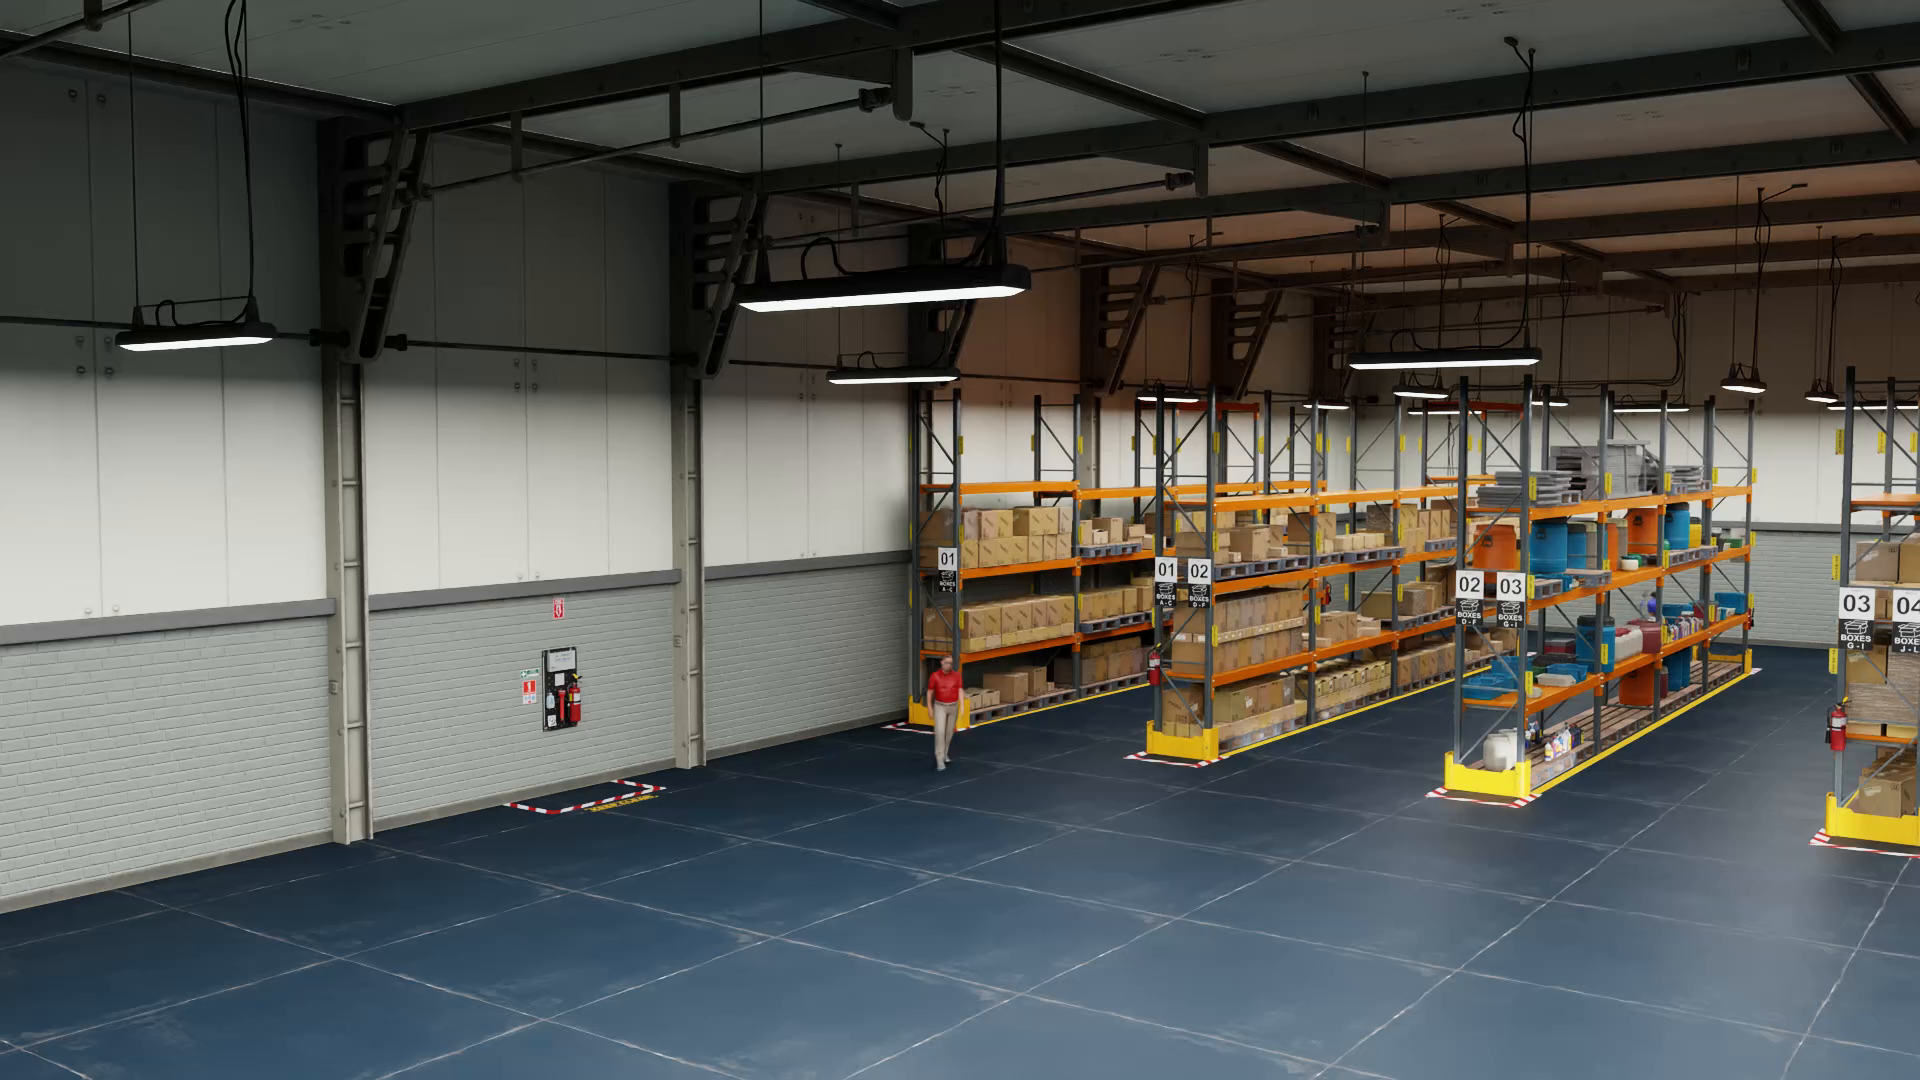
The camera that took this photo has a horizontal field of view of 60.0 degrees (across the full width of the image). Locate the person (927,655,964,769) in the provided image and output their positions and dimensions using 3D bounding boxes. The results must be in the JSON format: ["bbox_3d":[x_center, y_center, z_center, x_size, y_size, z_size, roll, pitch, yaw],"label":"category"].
[{"bbox_3d":[-0.213,2.653,25.950,0.594,1.703,0.824,-2,4,-25],"label":"person"}]

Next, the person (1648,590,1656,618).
[{"bbox_3d":[16.093,1.962,38.682,0.497,1.650,0.607,-3,5,-45],"label":"person"}]
